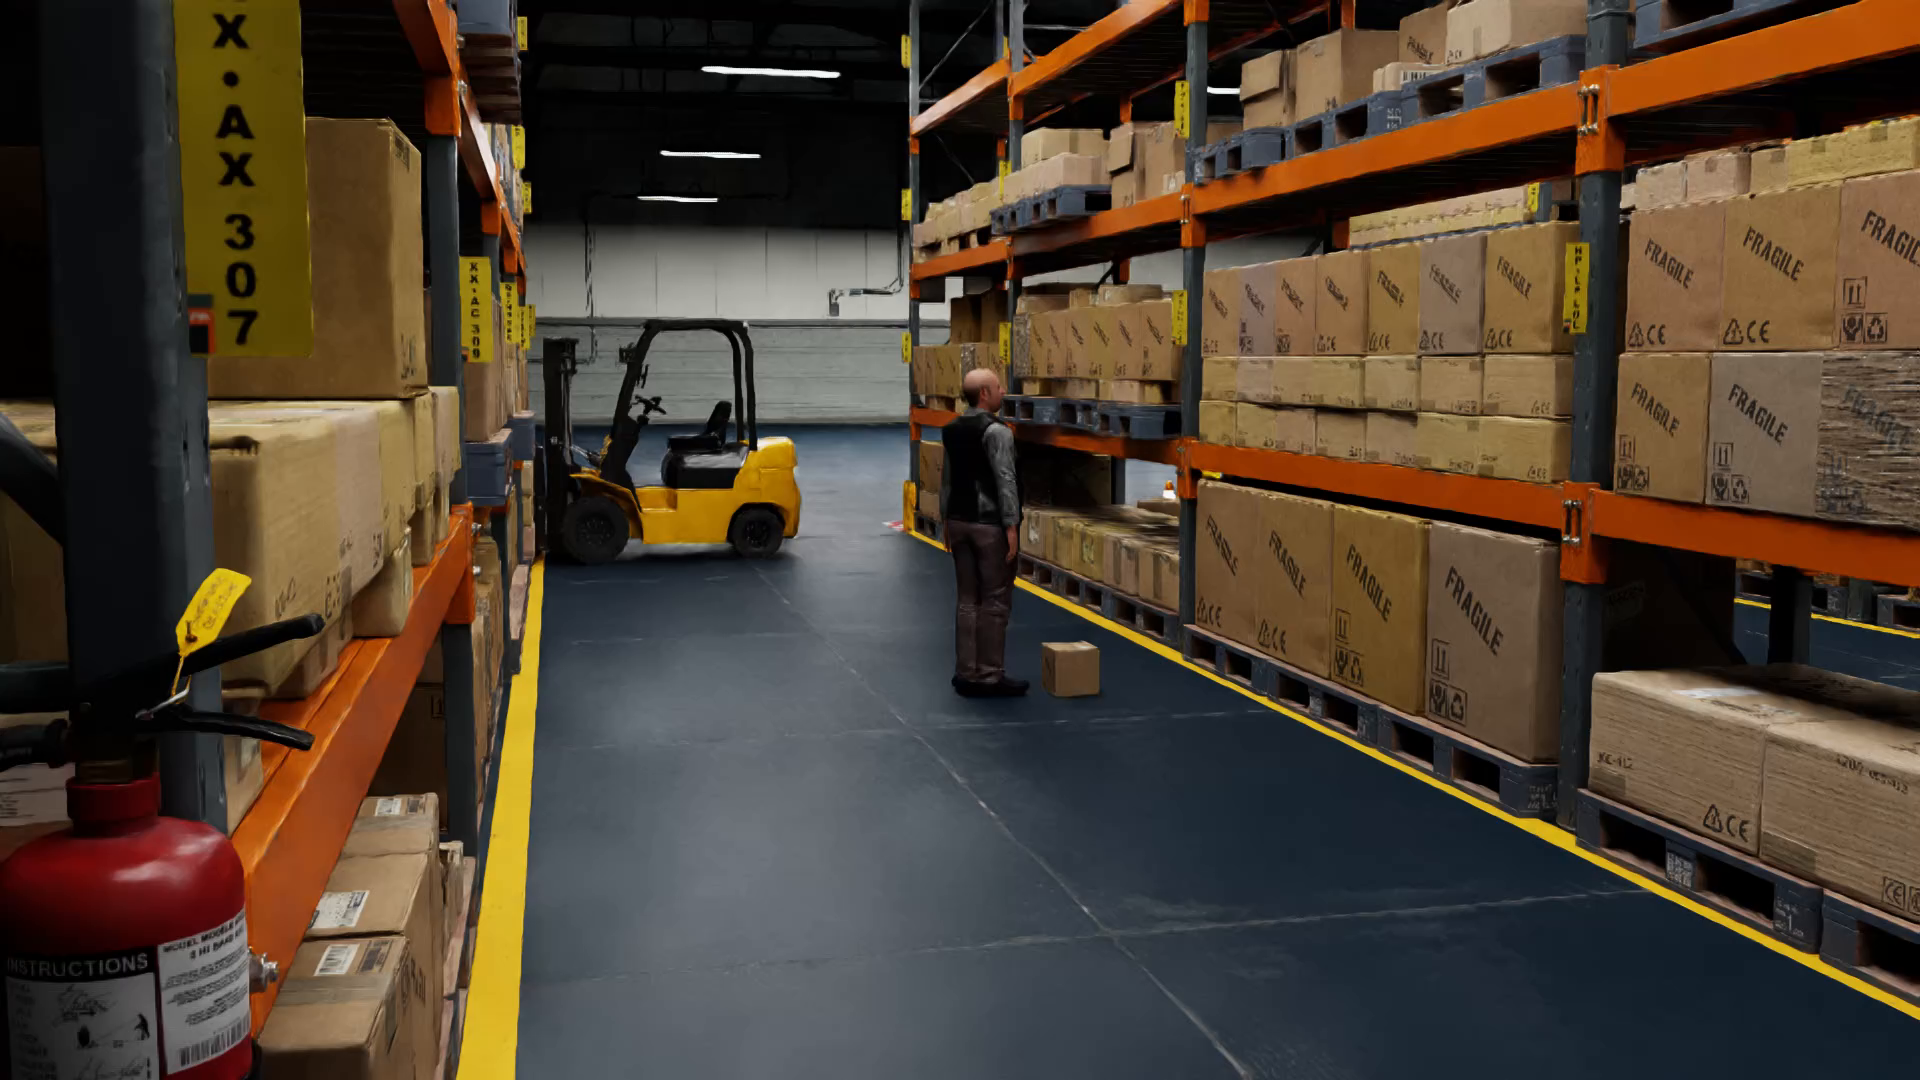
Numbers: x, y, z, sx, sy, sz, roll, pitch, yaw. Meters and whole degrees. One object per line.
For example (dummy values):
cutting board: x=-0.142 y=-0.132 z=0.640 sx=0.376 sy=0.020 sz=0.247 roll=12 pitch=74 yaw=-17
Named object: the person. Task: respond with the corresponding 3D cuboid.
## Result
person: x=0.116 y=-0.050 z=8.894 sx=0.366 sy=1.727 sz=0.634 roll=-5 pitch=8 yaw=-41
